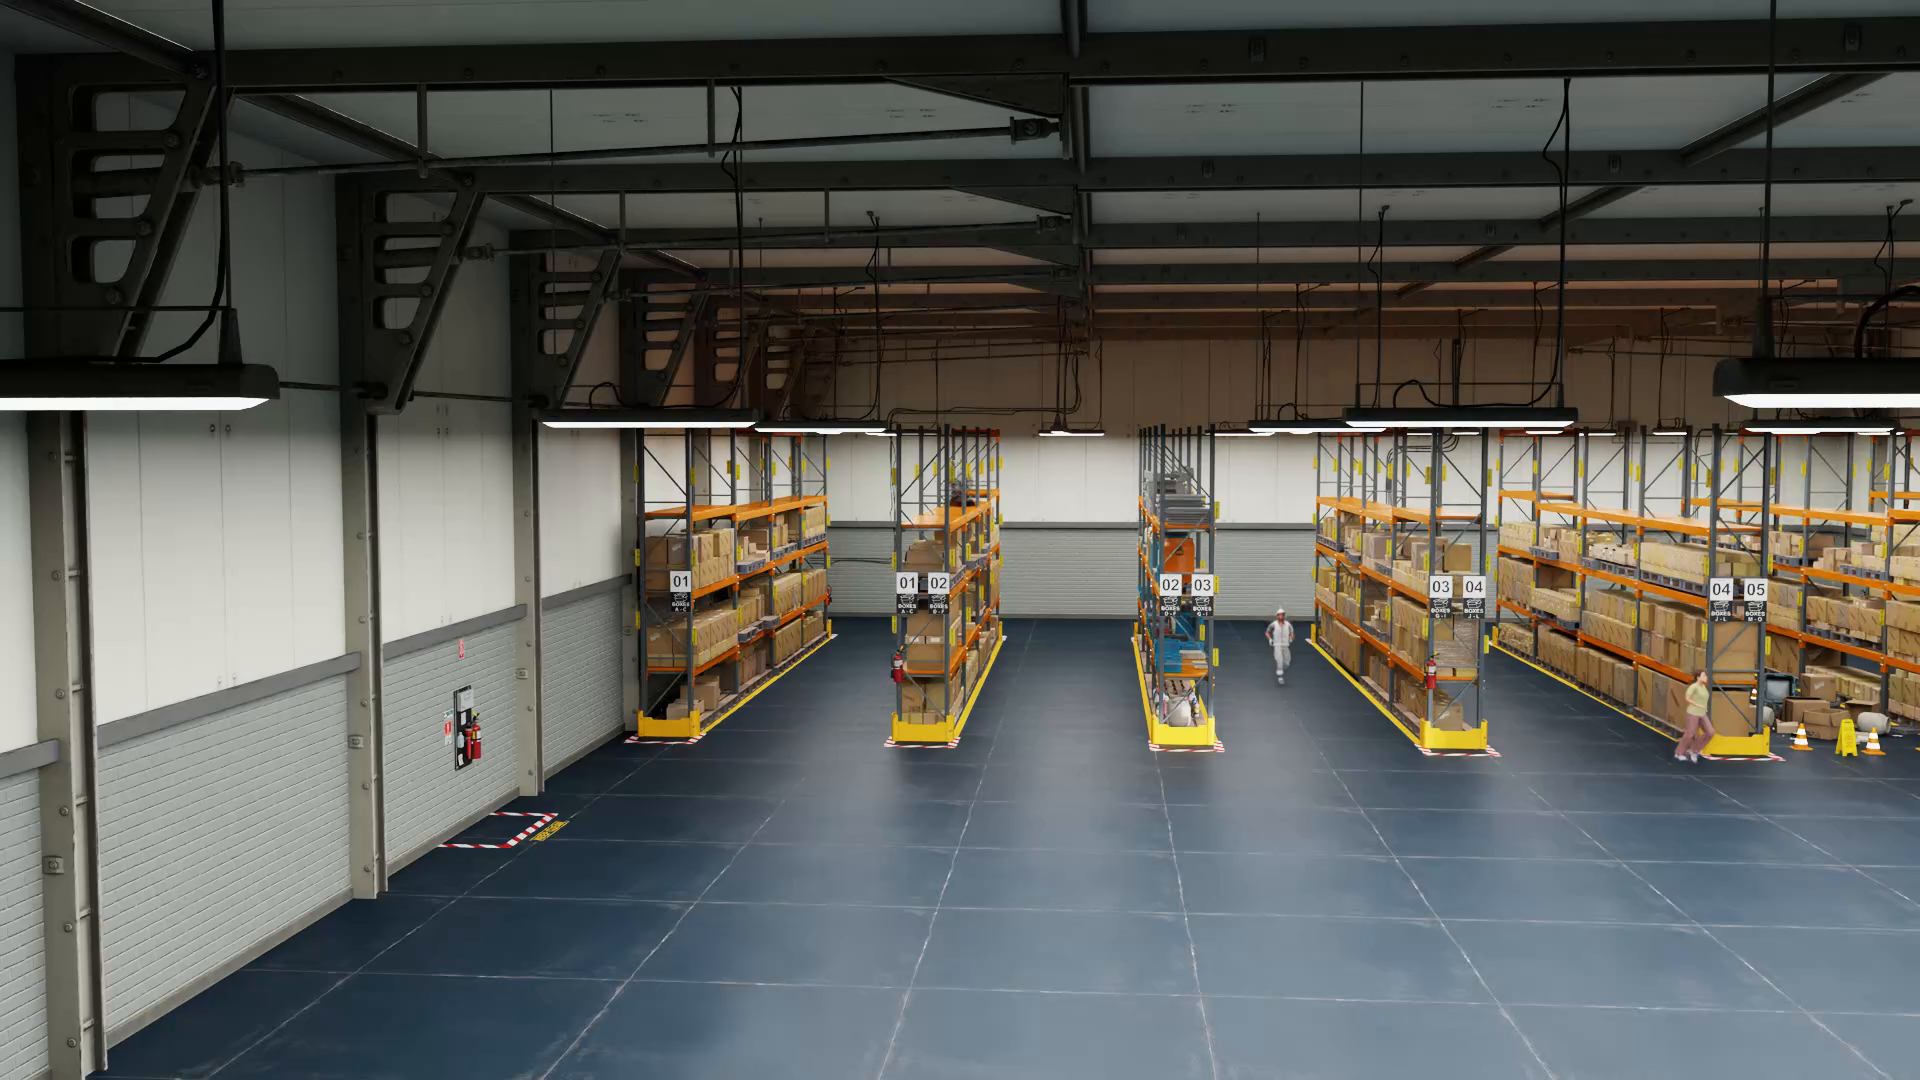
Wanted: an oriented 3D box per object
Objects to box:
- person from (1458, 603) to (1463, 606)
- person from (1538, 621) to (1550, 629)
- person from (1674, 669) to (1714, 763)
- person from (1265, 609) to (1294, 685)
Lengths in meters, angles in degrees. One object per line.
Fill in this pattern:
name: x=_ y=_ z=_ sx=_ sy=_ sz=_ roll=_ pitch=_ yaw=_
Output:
person: x=12.296 y=2.372 z=40.642 sx=0.711 sy=1.765 sz=0.979 roll=0 pitch=3 yaw=1
person: x=16.542 y=1.976 z=47.178 sx=0.597 sy=1.736 sz=0.676 roll=0 pitch=3 yaw=-3
person: x=13.043 y=3.102 z=29.424 sx=0.603 sy=1.644 sz=0.626 roll=-2 pitch=4 yaw=-27
person: x=7.479 y=2.488 z=38.832 sx=0.661 sy=1.746 sz=0.767 roll=0 pitch=3 yaw=-4
